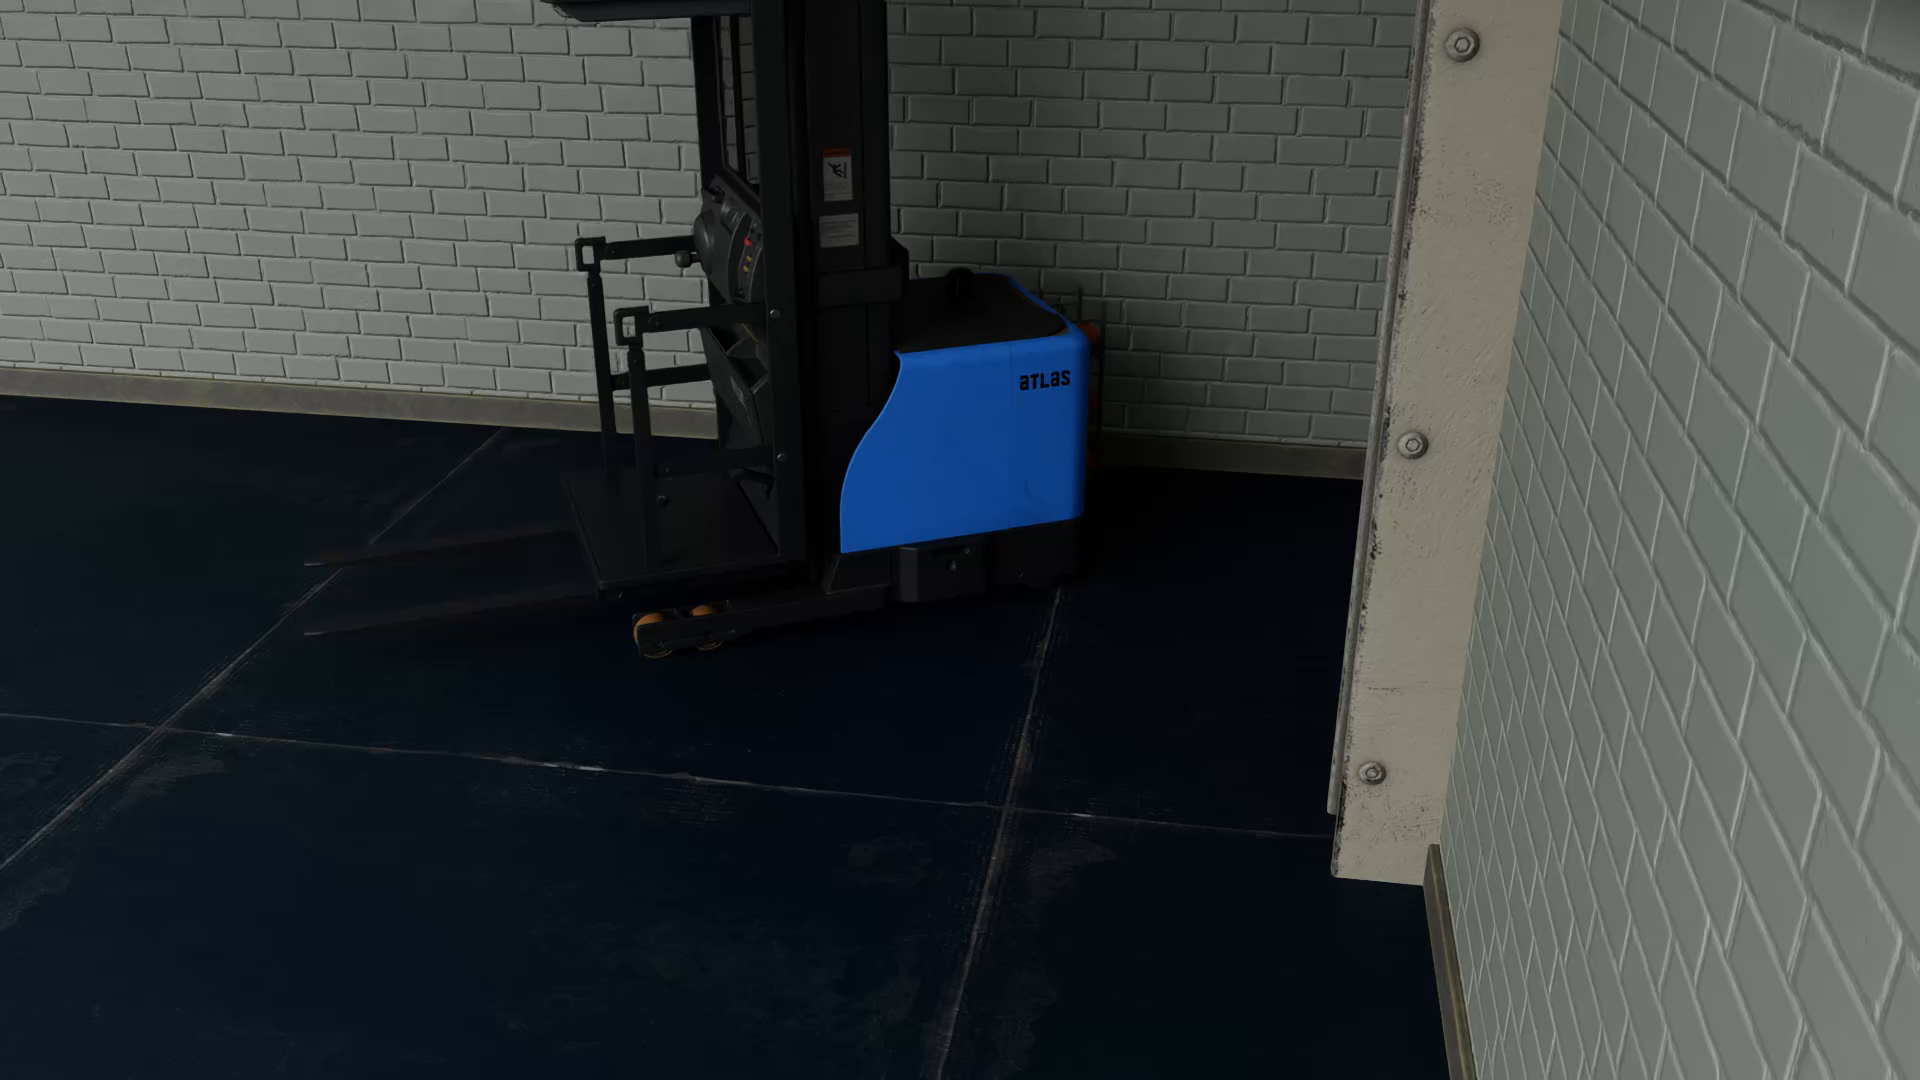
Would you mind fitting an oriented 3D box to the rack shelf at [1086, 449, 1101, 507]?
[{"bbox_3d":[0.468,-0.279,7.289,0.215,0.259,0.240,-9,26,-18],"label":"rack shelf"}]

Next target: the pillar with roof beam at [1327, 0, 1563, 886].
[{"bbox_3d":[-2.931,-3.422,3.946,9.100,9.000,0.400,4,25,9],"label":"pillar with roof beam"}]

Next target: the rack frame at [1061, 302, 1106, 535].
[{"bbox_3d":[0.509,-0.492,7.063,0.200,1.050,0.008,-9,26,-18],"label":"rack frame"}]

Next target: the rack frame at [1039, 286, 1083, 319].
[{"bbox_3d":[0.428,-0.589,7.271,0.200,1.050,0.008,-9,26,-18],"label":"rack frame"}]

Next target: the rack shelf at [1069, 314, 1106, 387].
[{"bbox_3d":[0.468,-0.788,7.051,0.215,0.259,0.240,-9,26,-18],"label":"rack shelf"}]

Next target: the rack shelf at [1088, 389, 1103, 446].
[{"bbox_3d":[0.468,-0.531,7.171,0.215,0.259,0.240,-9,26,-18],"label":"rack shelf"}]

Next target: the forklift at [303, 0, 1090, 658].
[{"bbox_3d":[-1.052,-1.133,6.212,3.031,2.935,1.130,-9,26,-18],"label":"forklift"}]

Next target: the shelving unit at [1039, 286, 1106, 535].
[{"bbox_3d":[0.468,-0.541,7.167,0.215,1.050,0.252,-9,26,-18],"label":"shelving unit"}]
